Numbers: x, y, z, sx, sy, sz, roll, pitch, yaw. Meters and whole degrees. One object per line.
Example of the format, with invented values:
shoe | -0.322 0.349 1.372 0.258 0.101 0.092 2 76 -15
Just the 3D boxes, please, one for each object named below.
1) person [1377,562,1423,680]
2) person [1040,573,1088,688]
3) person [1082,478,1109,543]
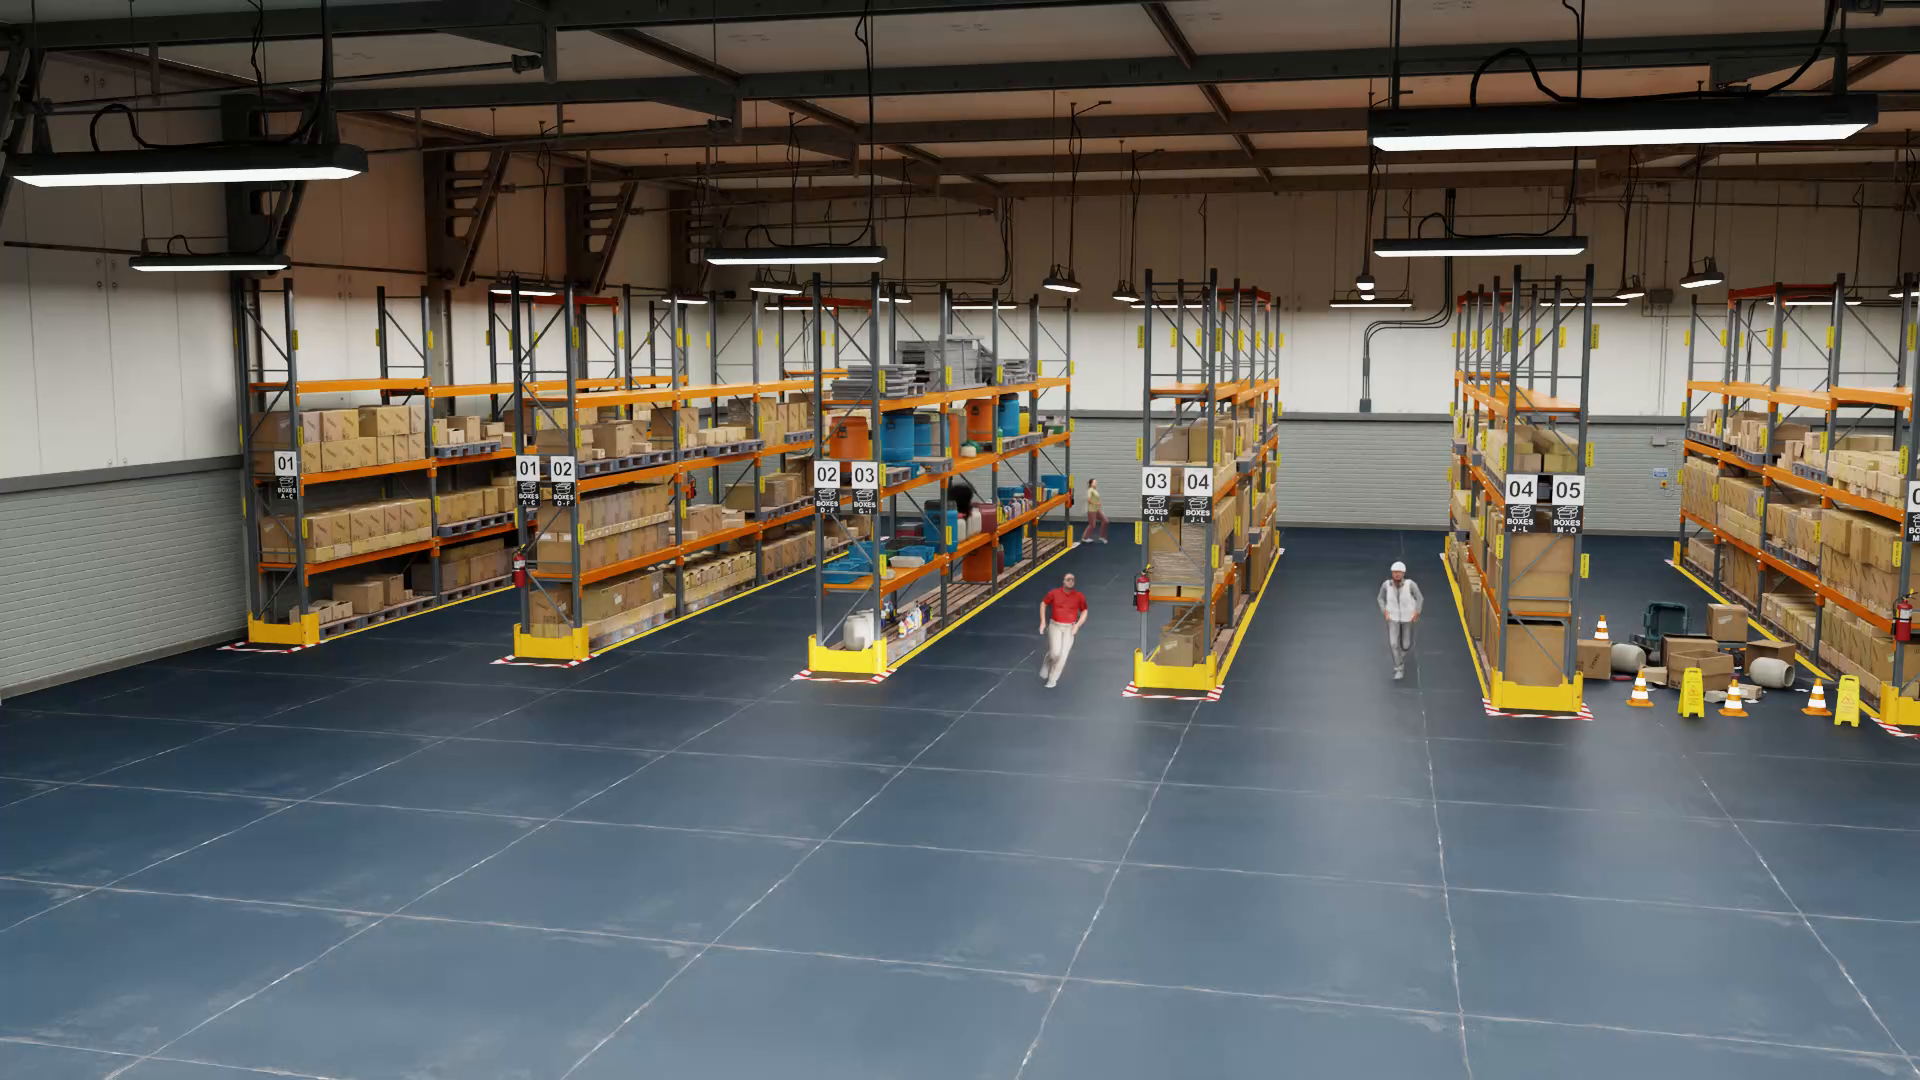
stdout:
person | 6.600 1.180 24.970 0.671 1.757 0.836 2 7 16
person | 1.509 1.306 24.055 0.701 1.650 0.535 0 7 -2
person | 3.309 -0.696 41.168 0.692 1.676 0.576 3 8 27
